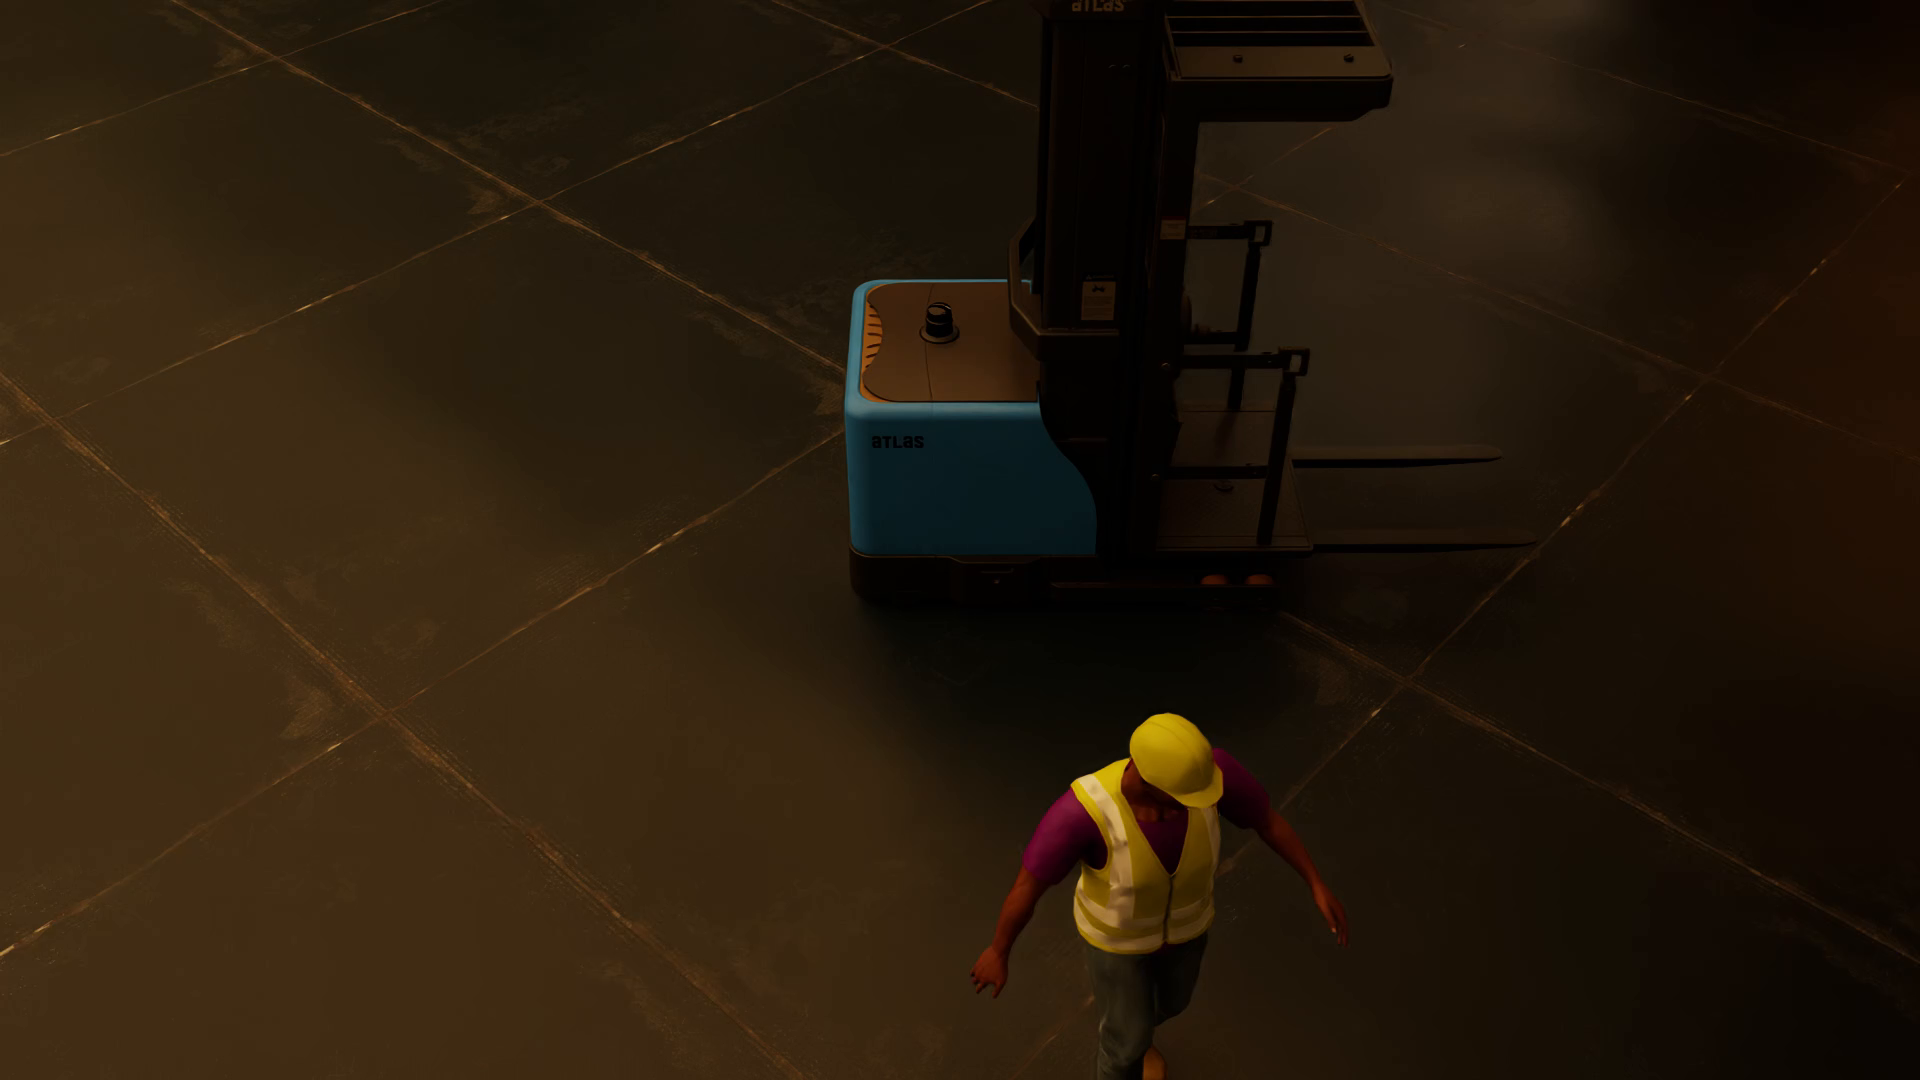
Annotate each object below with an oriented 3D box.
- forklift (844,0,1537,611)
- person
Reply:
[{"bbox_3d":[1.031,-1.148,6.766,3.031,2.935,1.130,0,41,0],"label":"forklift"},{"bbox_3d":[0.567,1.225,4.948,1.048,1.780,0.658,-13,42,-15],"label":"person"}]
